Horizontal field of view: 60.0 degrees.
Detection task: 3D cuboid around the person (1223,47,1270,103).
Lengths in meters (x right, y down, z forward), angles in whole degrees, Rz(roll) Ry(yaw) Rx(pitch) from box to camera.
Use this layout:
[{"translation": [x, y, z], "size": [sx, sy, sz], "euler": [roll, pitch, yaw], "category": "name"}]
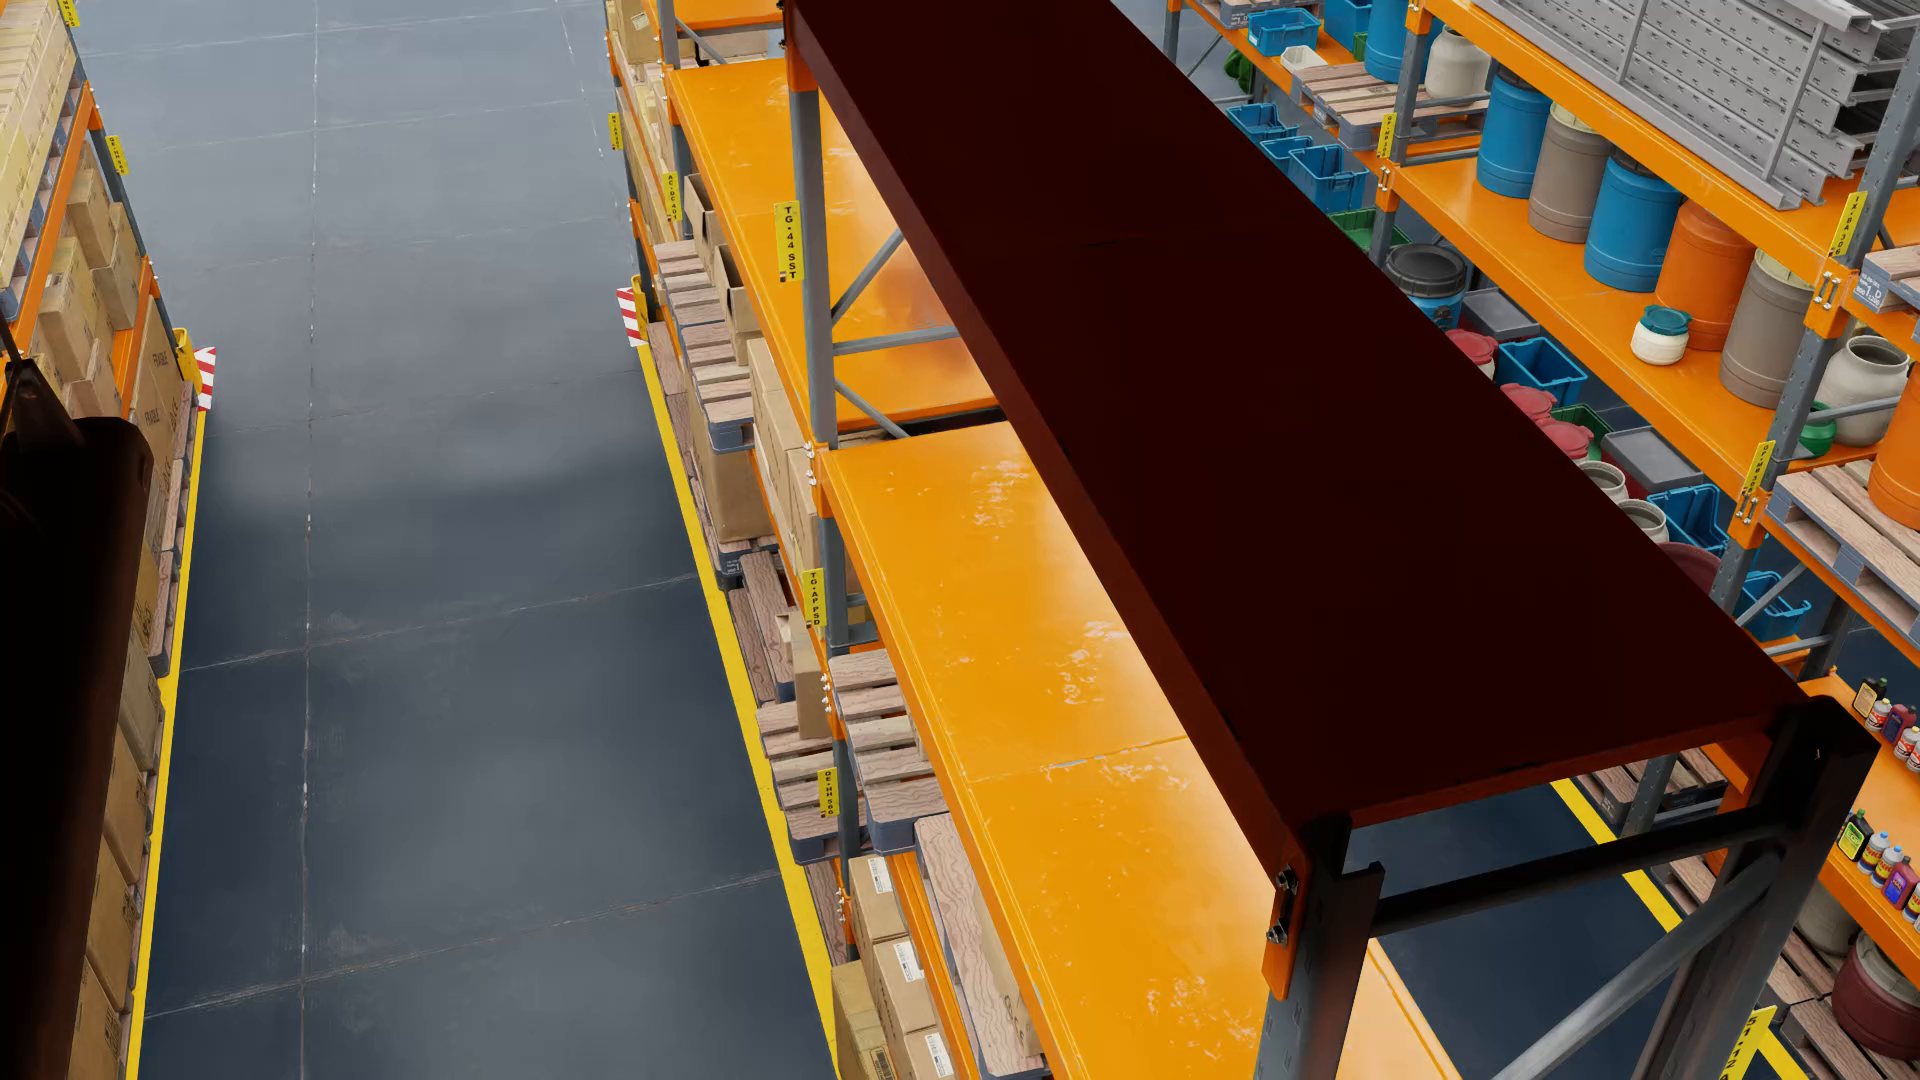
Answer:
[{"translation": [3.164, -5.469, 18.326], "size": [0.616, 1.732, 0.661], "euler": [6, 39, 7], "category": "person"}]
